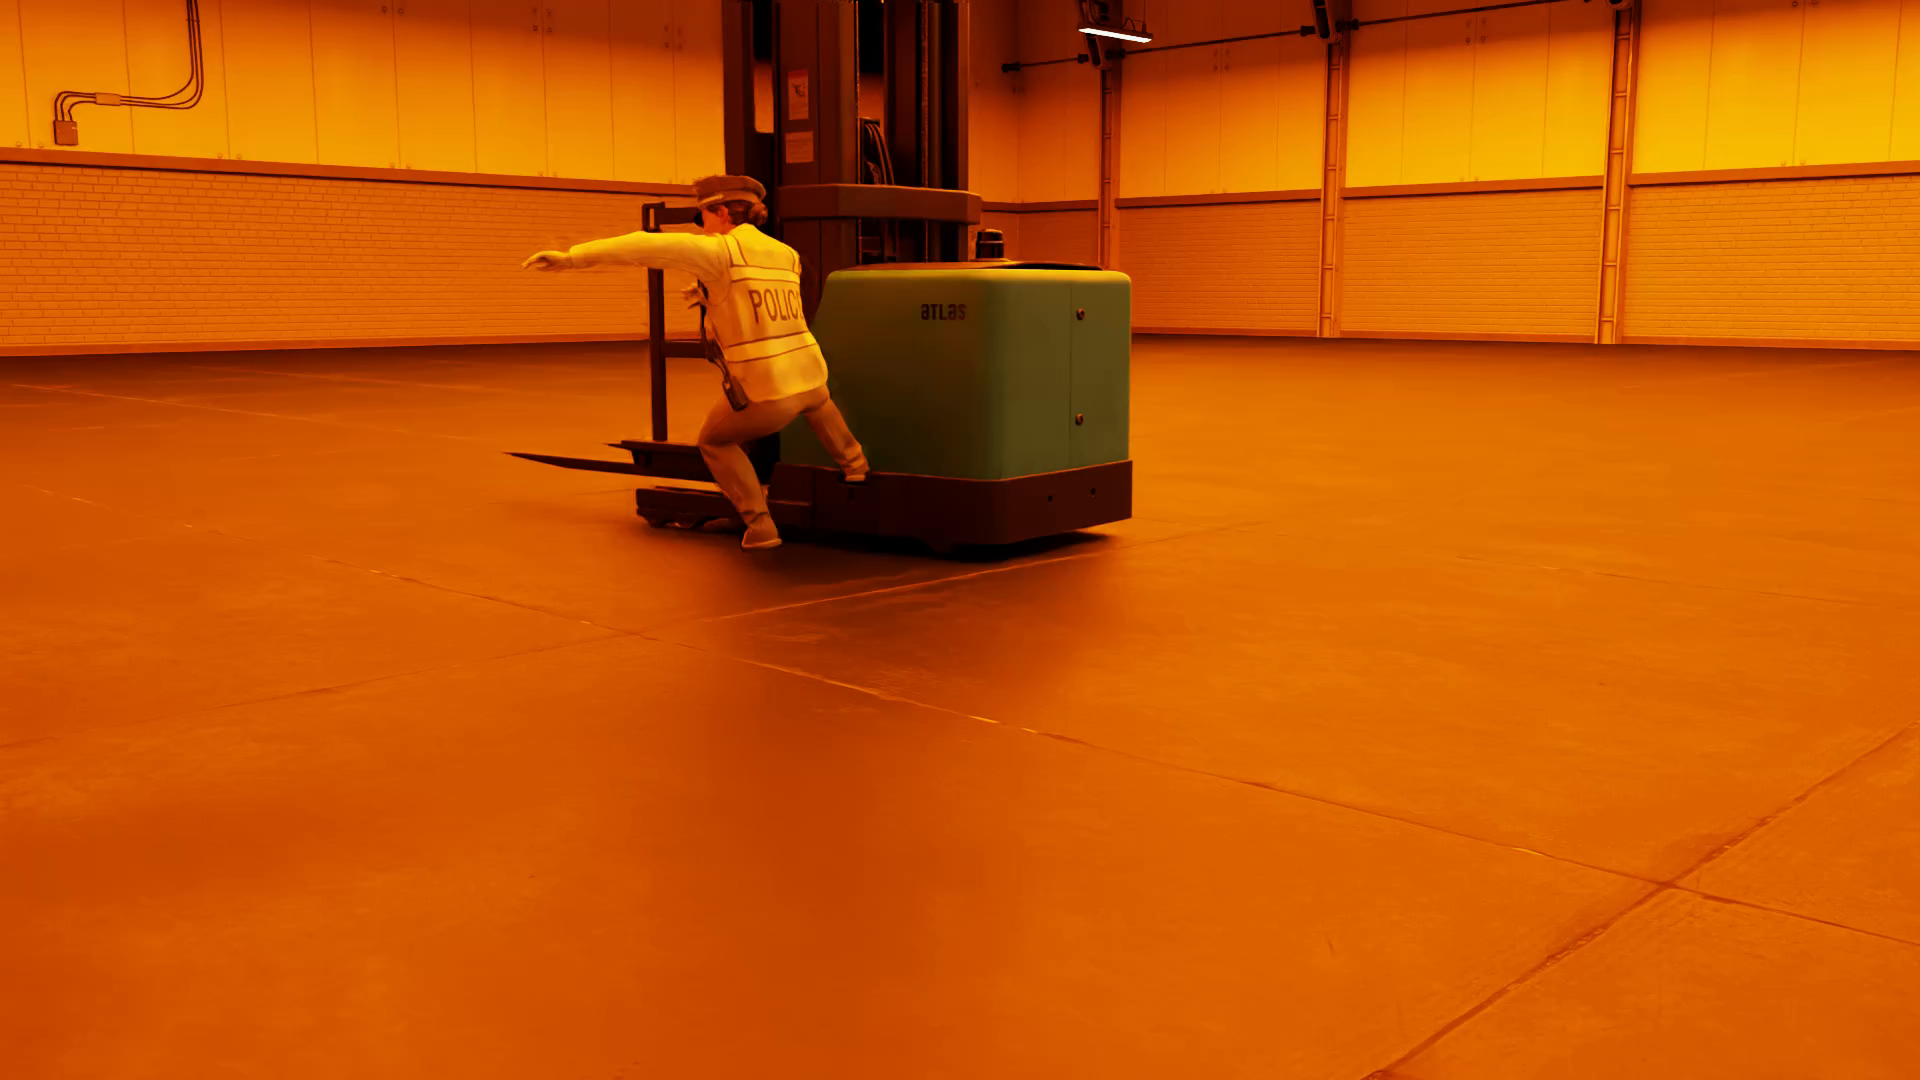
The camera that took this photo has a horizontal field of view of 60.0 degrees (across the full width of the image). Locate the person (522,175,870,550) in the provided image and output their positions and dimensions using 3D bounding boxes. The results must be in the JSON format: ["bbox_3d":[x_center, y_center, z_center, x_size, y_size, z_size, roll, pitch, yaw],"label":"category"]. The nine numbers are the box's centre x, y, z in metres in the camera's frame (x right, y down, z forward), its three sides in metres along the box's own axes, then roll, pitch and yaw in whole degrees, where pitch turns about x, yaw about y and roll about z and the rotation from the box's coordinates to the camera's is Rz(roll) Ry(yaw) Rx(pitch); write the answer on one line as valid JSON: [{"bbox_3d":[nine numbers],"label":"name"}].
[{"bbox_3d":[-0.821,-0.613,5.925,0.754,1.333,1.508,8,12,43],"label":"person"}]

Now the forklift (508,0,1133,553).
[{"bbox_3d":[-0.770,-1.551,7.172,3.031,2.935,1.130,6,11,37],"label":"forklift"}]
